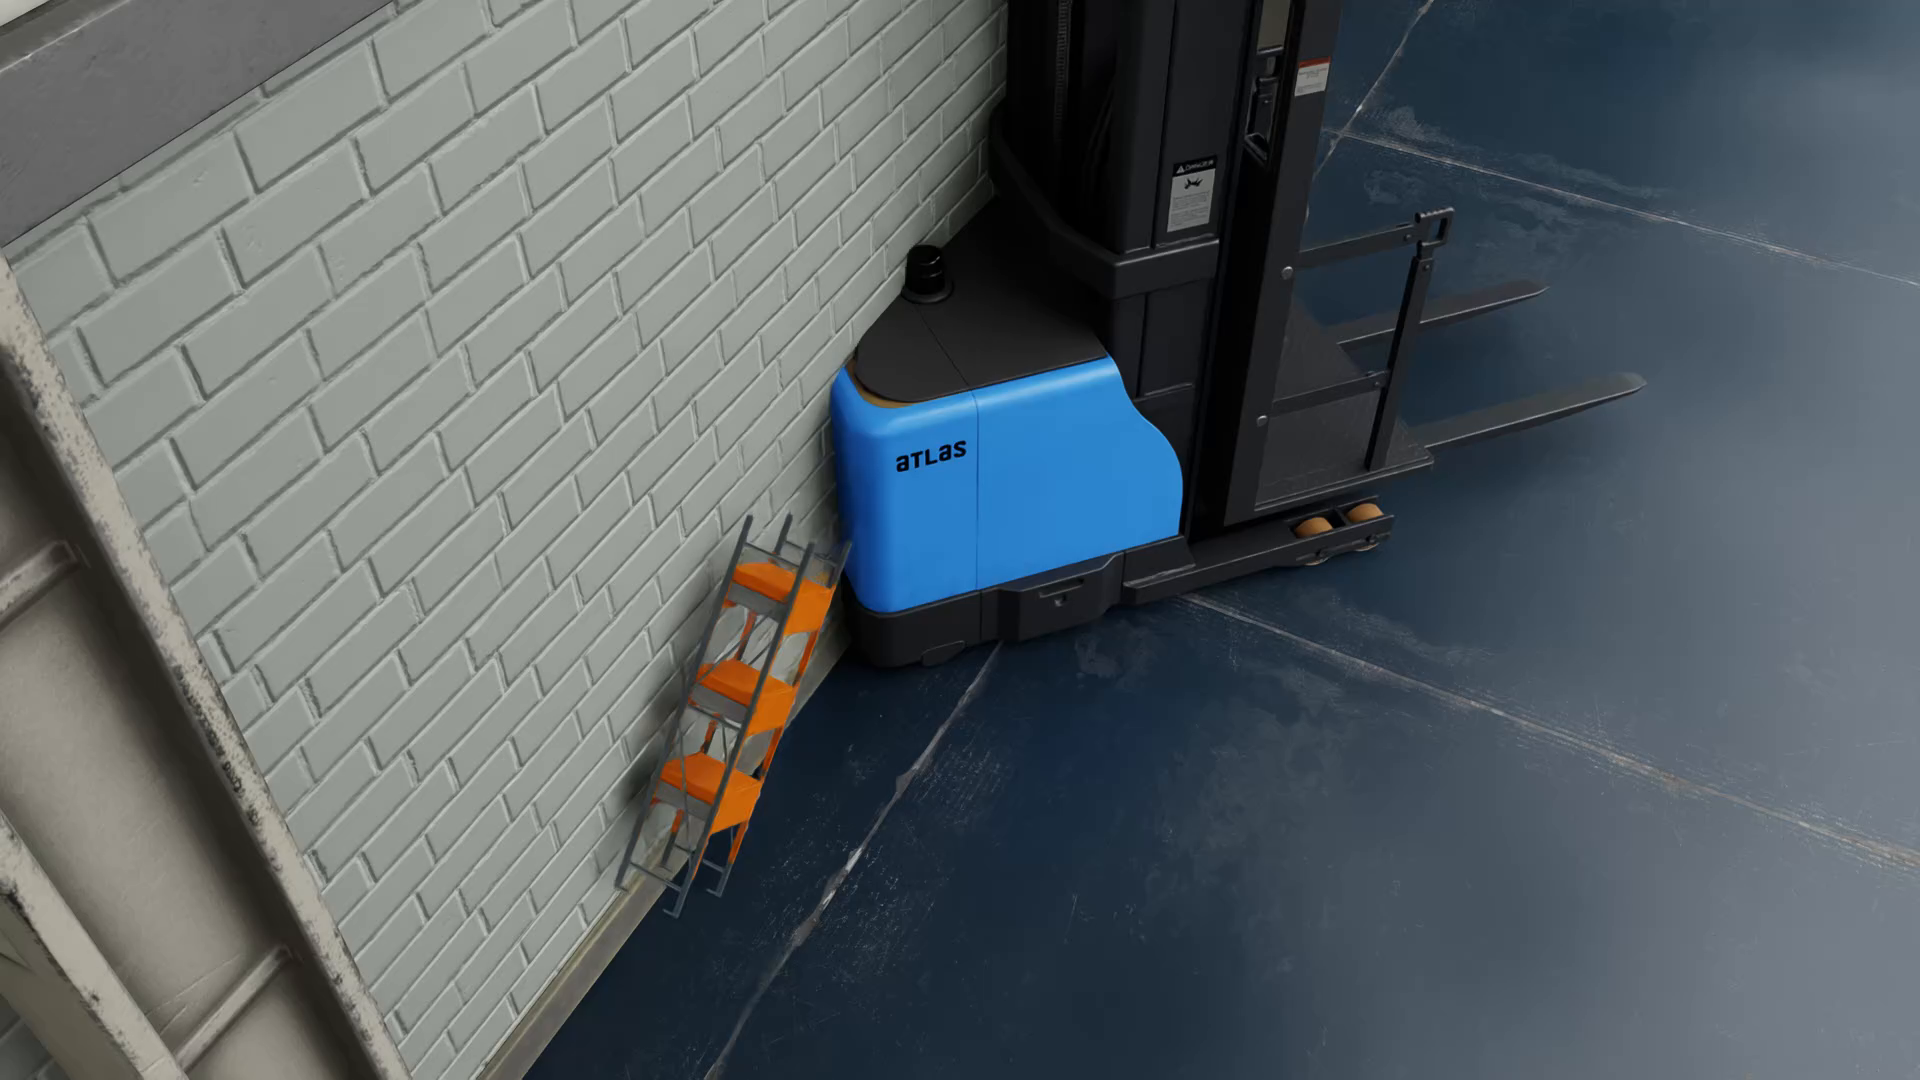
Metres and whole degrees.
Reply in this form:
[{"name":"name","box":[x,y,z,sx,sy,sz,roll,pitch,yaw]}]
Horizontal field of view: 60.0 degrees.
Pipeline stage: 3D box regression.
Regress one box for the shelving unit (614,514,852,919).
[{"name":"shelving unit","box":[-0.598,0.456,4.390,0.215,1.050,0.252,23,8,17]}]

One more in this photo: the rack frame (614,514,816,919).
[{"name":"rack frame","box":[-0.637,0.459,4.274,0.200,1.050,0.008,23,8,17]}]

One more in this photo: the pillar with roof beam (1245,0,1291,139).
[{"name":"pillar with roof beam","box":[5.275,-3.694,3.074,9.100,9.000,0.400,20,49,19]}]

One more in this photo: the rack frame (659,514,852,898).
[{"name":"rack frame","box":[-0.559,0.454,4.505,0.200,1.050,0.008,23,8,17]}]

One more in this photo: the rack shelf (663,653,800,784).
[{"name":"rack shelf","box":[-0.602,0.466,4.391,0.215,0.259,0.240,23,8,17]}]

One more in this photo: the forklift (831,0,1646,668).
[{"name":"forklift","box":[0.943,-1.282,4.956,3.031,2.935,1.130,-15,47,-14]}]

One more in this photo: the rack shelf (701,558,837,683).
[{"name":"rack shelf","box":[-0.501,0.204,4.353,0.215,0.259,0.240,23,8,17]}]

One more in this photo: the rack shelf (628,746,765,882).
[{"name":"rack shelf","box":[-0.700,0.724,4.429,0.215,0.259,0.240,23,8,17]}]
